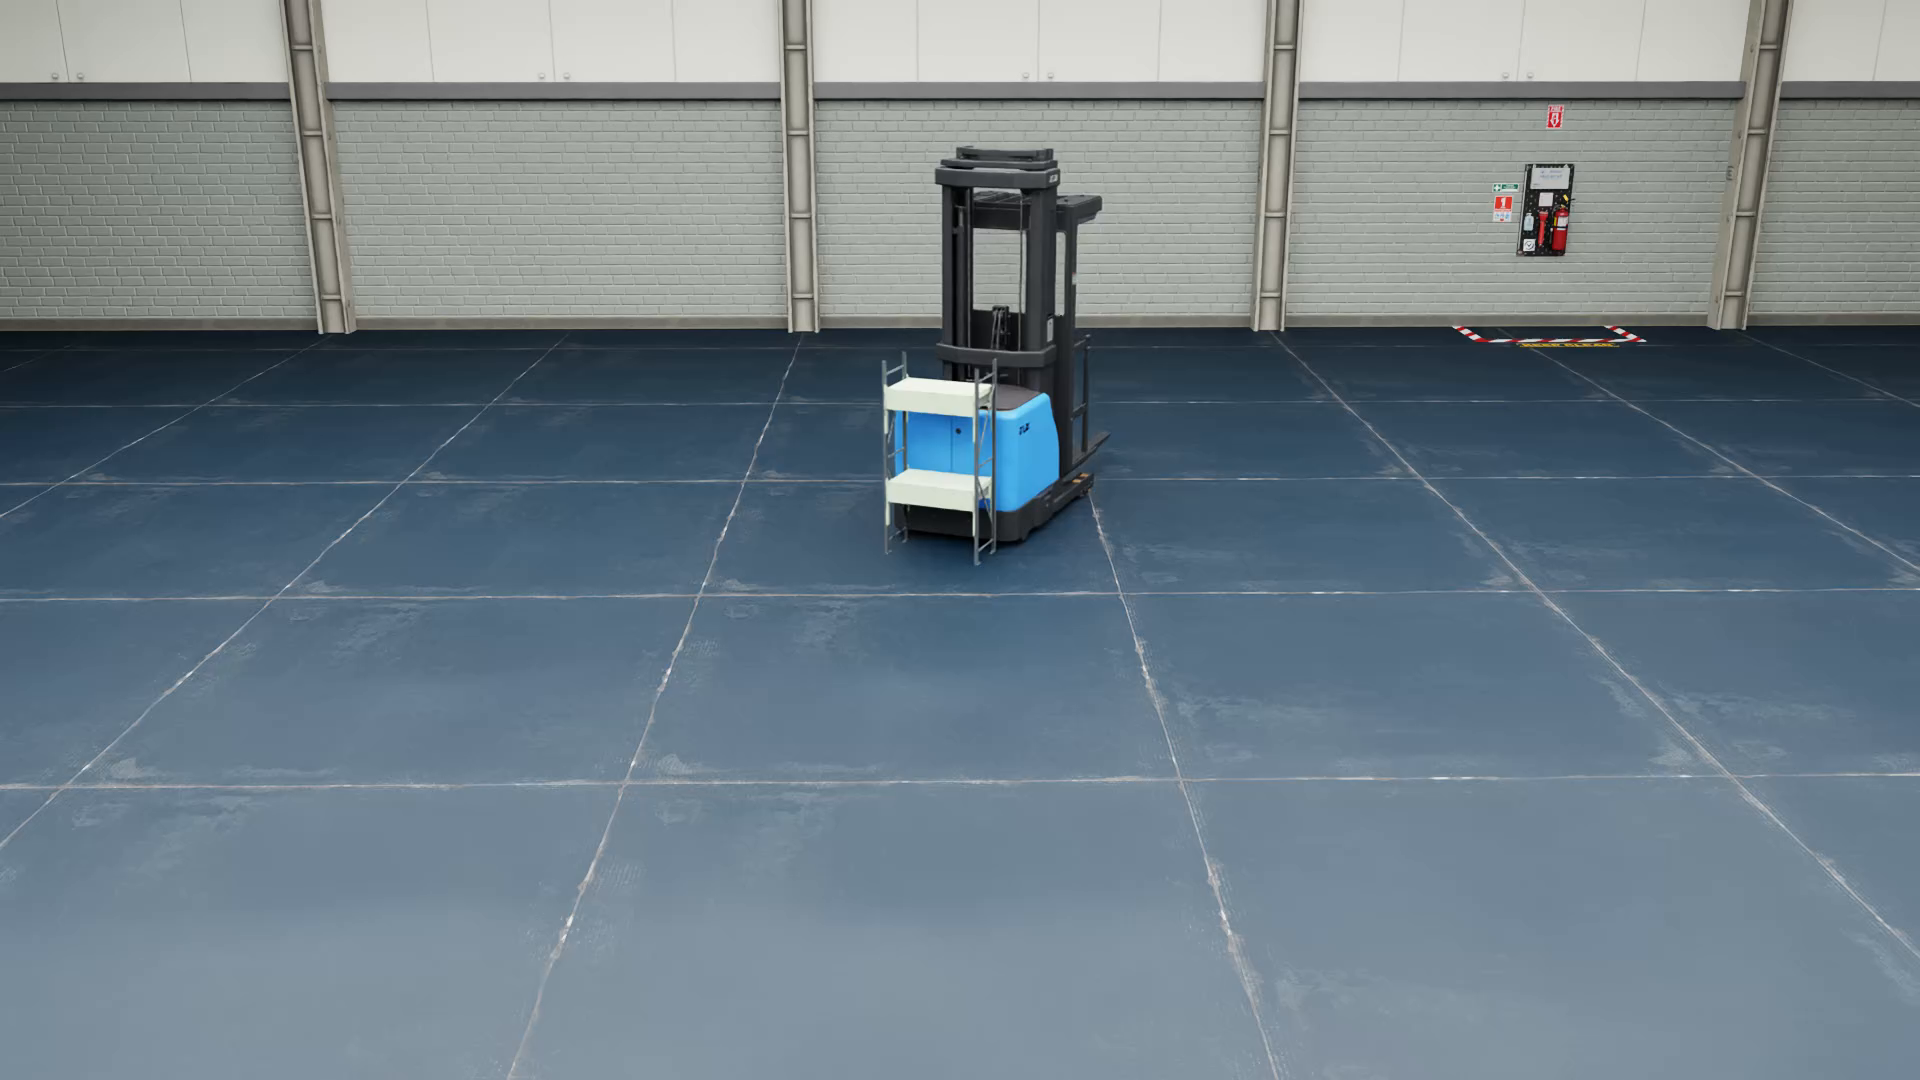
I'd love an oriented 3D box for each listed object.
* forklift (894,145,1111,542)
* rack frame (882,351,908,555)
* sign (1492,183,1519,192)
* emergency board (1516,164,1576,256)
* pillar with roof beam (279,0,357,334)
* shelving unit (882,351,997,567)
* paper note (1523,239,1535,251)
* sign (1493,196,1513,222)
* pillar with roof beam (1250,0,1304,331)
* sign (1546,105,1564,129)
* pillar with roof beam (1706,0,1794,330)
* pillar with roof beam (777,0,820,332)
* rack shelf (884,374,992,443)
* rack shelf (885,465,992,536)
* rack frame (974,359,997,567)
[{"bbox_3d":[0.509,-1.793,13.839,1.130,2.935,3.031,7,19,21],"label":"forklift"},{"bbox_3d":[-0.490,-0.657,12.639,0.023,1.500,0.400,7,19,21],"label":"rack frame"},{"bbox_3d":[6.965,-4.495,21.225,0.331,0.109,0.001,0,18,-1],"label":"sign"},{"bbox_3d":[7.514,-4.200,21.229,0.643,1.169,0.194,0,18,-1],"label":"emergency board"},{"bbox_3d":[-7.944,-5.655,15.945,0.400,9.000,9.100,0,18,-1],"label":"pillar with roof beam"},{"bbox_3d":[-0.150,-0.615,12.509,0.755,1.500,0.431,7,19,21],"label":"shelving unit"},{"bbox_3d":[7.336,-3.801,21.427,0.142,0.148,0.016,0,18,-1],"label":"paper note"},{"bbox_3d":[6.960,-4.246,21.314,0.234,0.329,0.001,0,18,-1],"label":"sign"},{"bbox_3d":[4.055,-5.713,16.125,0.400,9.000,9.100,0,18,-1],"label":"pillar with roof beam"},{"bbox_3d":[7.505,-5.334,20.970,0.199,0.298,0.001,0,18,-1],"label":"sign"},{"bbox_3d":[10.054,-5.742,16.215,0.400,9.000,9.100,0,18,-1],"label":"pillar with roof beam"},{"bbox_3d":[-1.945,-5.684,16.035,0.400,9.000,9.100,0,18,-1],"label":"pillar with roof beam"},{"bbox_3d":[-0.150,-0.987,12.390,0.720,0.370,0.431,7,19,21],"label":"rack shelf"},{"bbox_3d":[-0.150,-0.305,12.609,0.720,0.370,0.431,7,19,21],"label":"rack shelf"},{"bbox_3d":[0.190,-0.573,12.380,0.023,1.500,0.400,7,19,21],"label":"rack frame"}]
